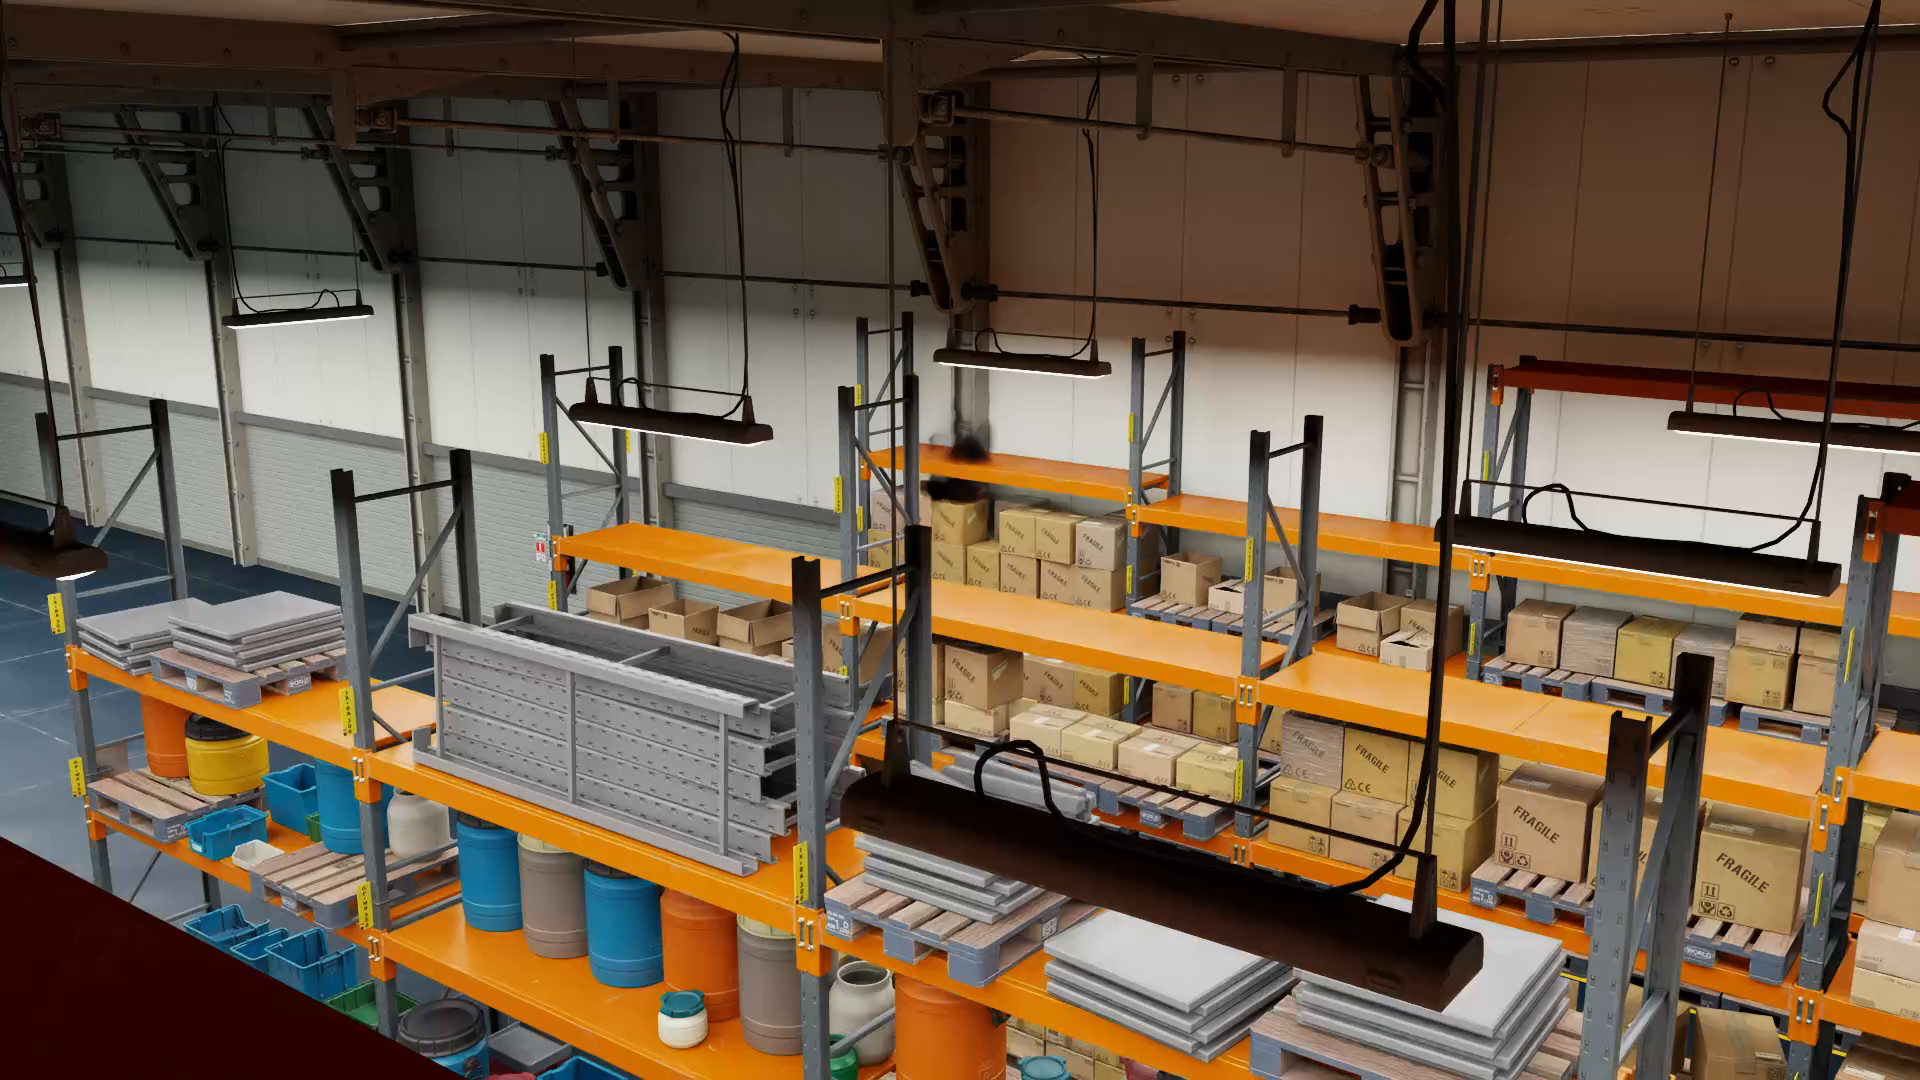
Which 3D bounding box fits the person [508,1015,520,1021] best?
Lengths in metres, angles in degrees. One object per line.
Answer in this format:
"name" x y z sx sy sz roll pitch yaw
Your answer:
"person" -3.522 4.085 13.877 0.653 1.718 0.652 6 14 23
